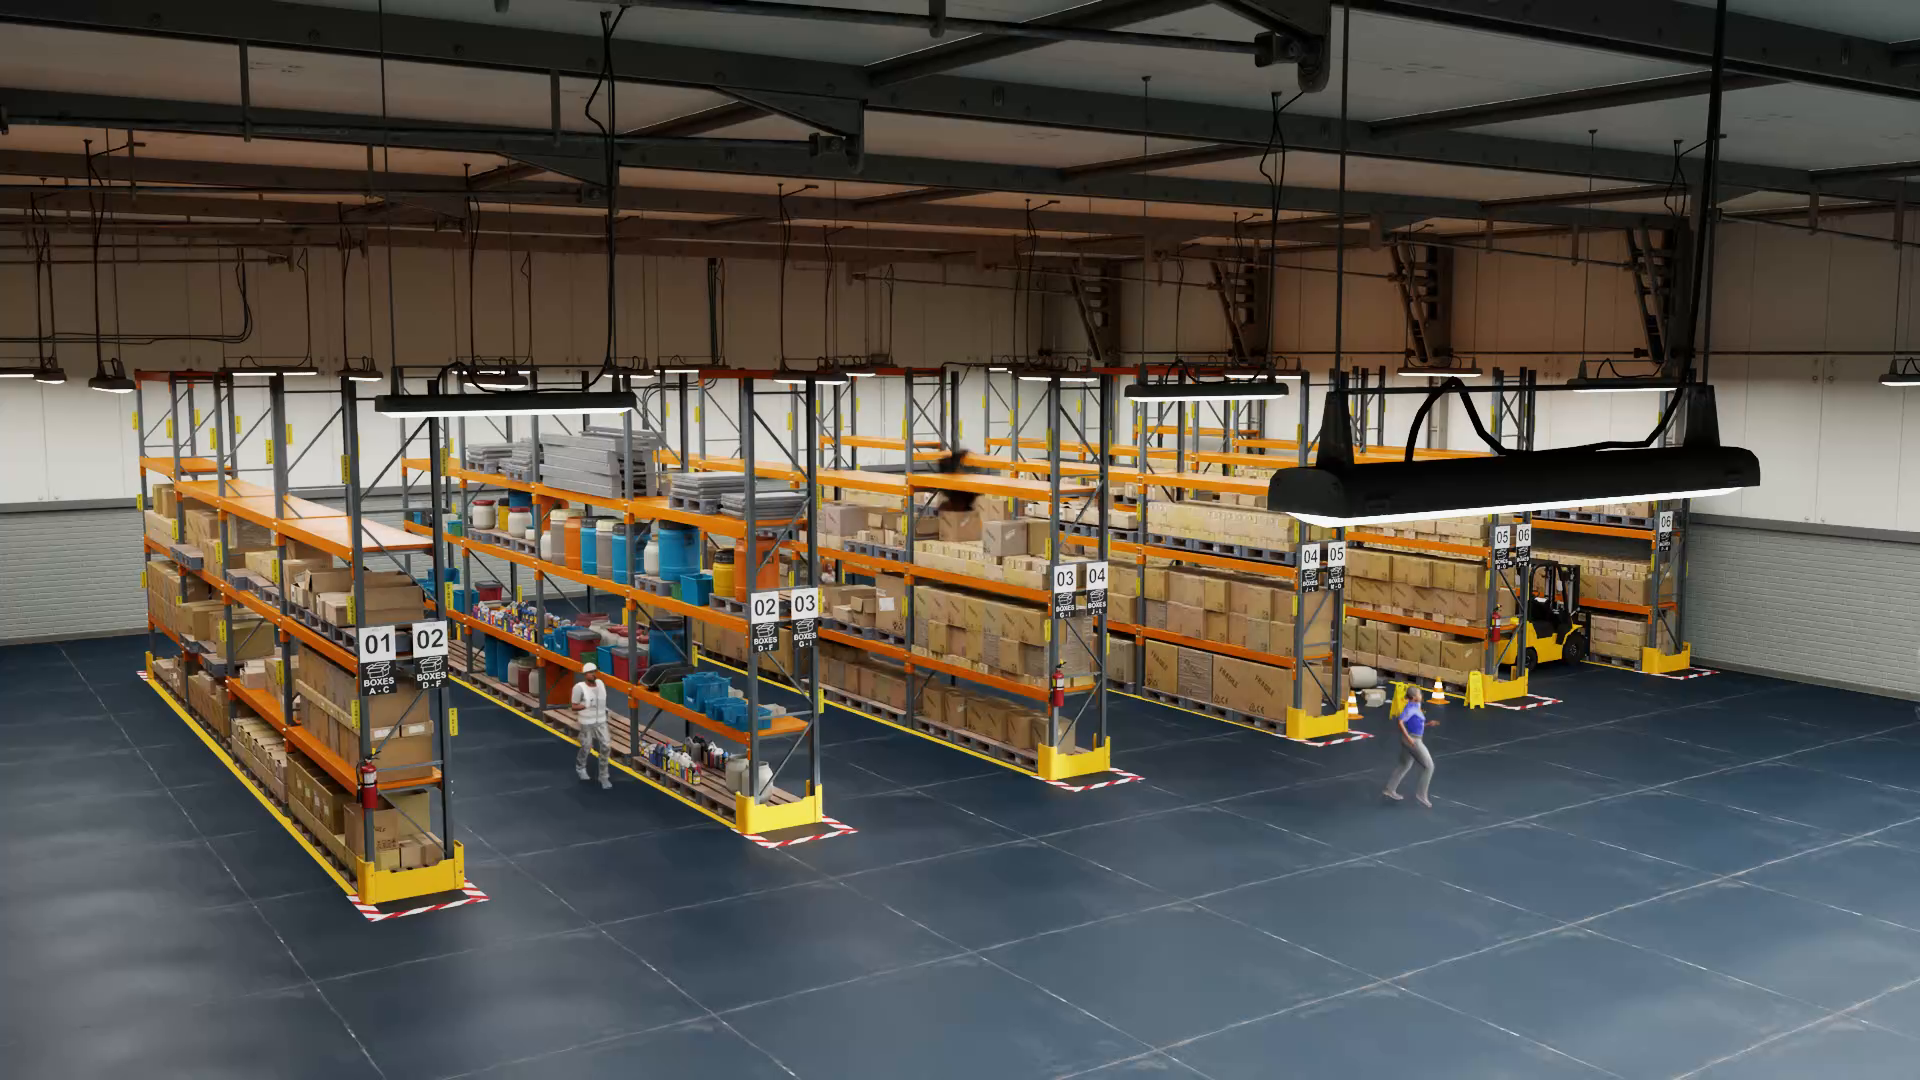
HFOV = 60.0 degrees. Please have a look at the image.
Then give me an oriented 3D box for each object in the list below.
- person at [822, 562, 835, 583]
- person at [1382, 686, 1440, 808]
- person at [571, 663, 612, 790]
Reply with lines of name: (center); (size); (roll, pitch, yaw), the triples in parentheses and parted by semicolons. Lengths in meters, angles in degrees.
person: (-2.958, 1.298, 37.604); (0.547, 1.632, 0.846); (-3, 7, -26)
person: (6.334, 2.893, 23.267); (0.741, 1.717, 0.544); (0, 6, 2)
person: (-5.375, 2.698, 24.278); (0.657, 1.835, 0.763); (-5, 8, -38)
